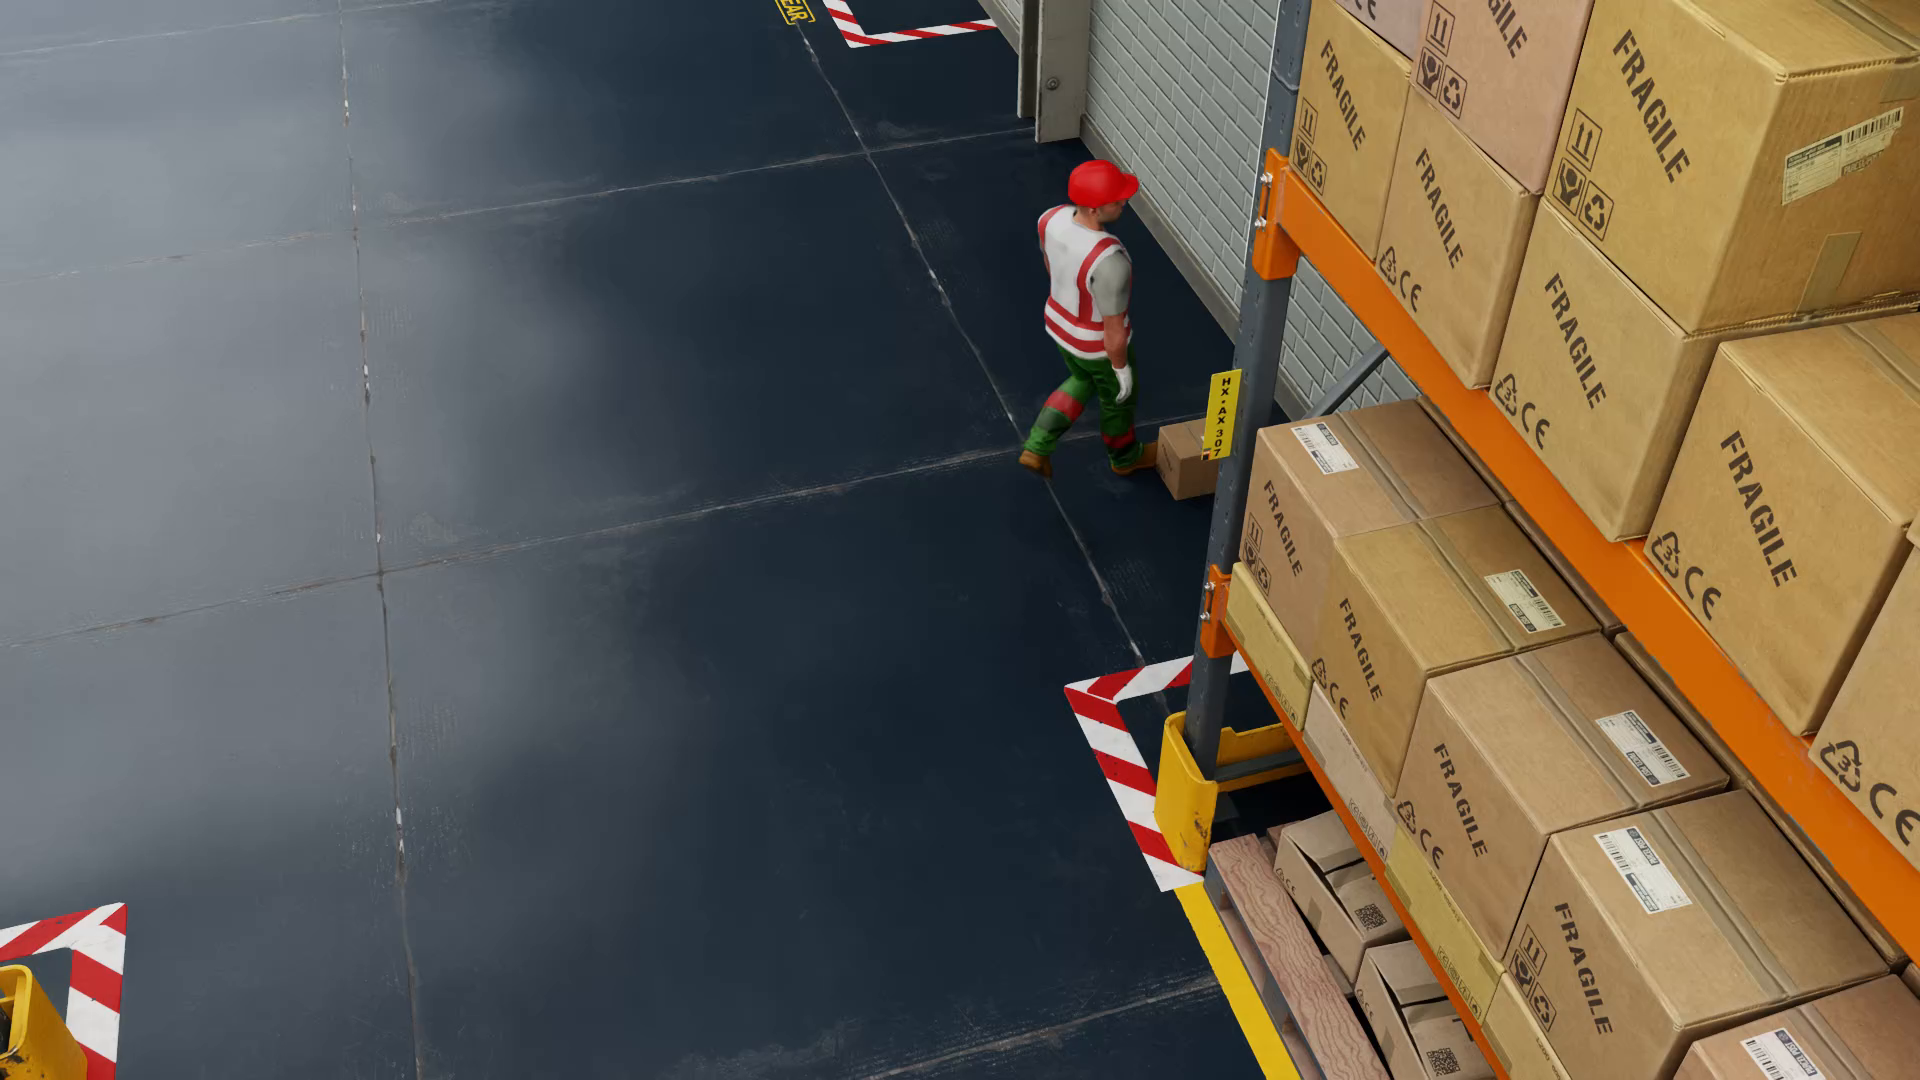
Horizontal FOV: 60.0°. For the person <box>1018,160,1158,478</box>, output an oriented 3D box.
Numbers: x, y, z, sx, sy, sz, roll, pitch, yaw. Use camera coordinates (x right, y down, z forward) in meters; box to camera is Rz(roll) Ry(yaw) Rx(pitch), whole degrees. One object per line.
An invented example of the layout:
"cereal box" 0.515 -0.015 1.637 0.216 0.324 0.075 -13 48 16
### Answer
"person" 0.625 -0.926 7.190 0.825 1.755 0.631 -24 47 -25
